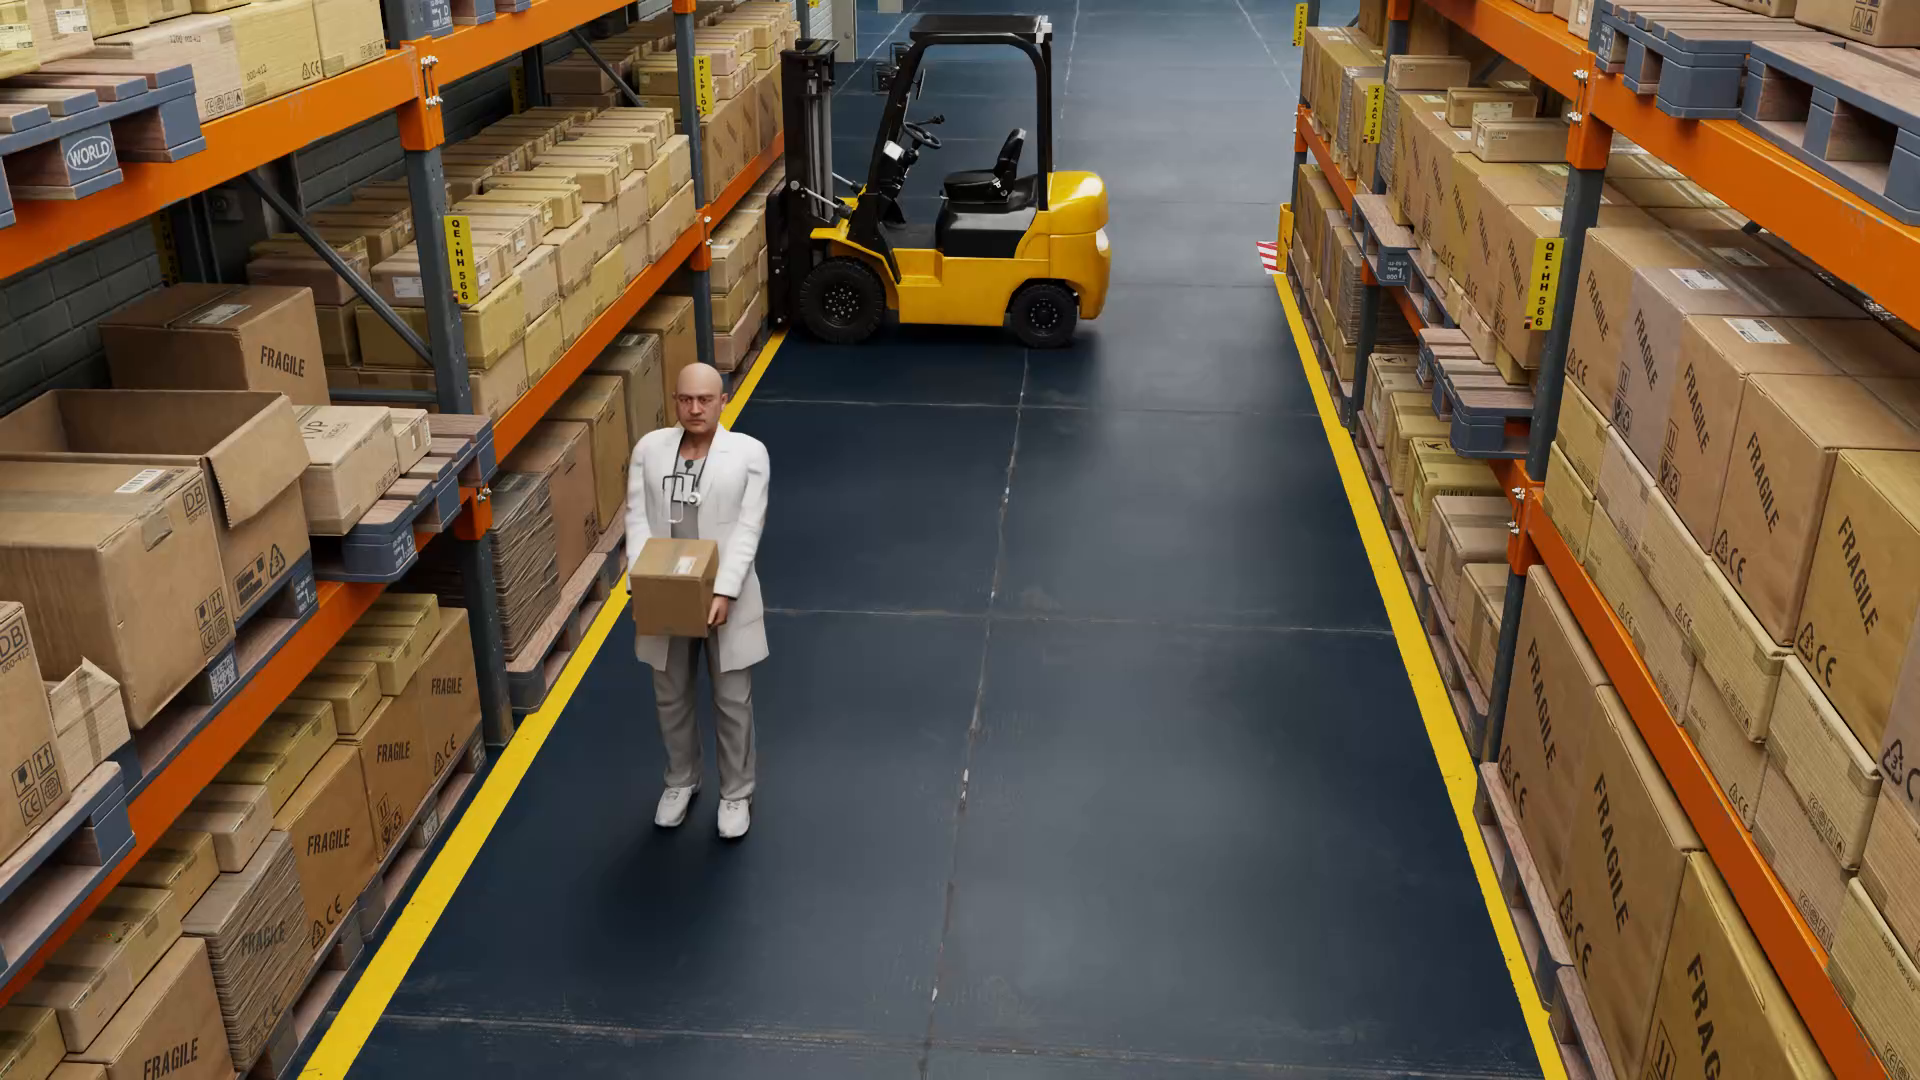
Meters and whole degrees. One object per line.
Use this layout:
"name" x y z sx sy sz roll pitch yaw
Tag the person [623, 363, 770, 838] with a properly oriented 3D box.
"person" -0.965 0.260 6.050 0.518 1.769 0.563 2 24 5
